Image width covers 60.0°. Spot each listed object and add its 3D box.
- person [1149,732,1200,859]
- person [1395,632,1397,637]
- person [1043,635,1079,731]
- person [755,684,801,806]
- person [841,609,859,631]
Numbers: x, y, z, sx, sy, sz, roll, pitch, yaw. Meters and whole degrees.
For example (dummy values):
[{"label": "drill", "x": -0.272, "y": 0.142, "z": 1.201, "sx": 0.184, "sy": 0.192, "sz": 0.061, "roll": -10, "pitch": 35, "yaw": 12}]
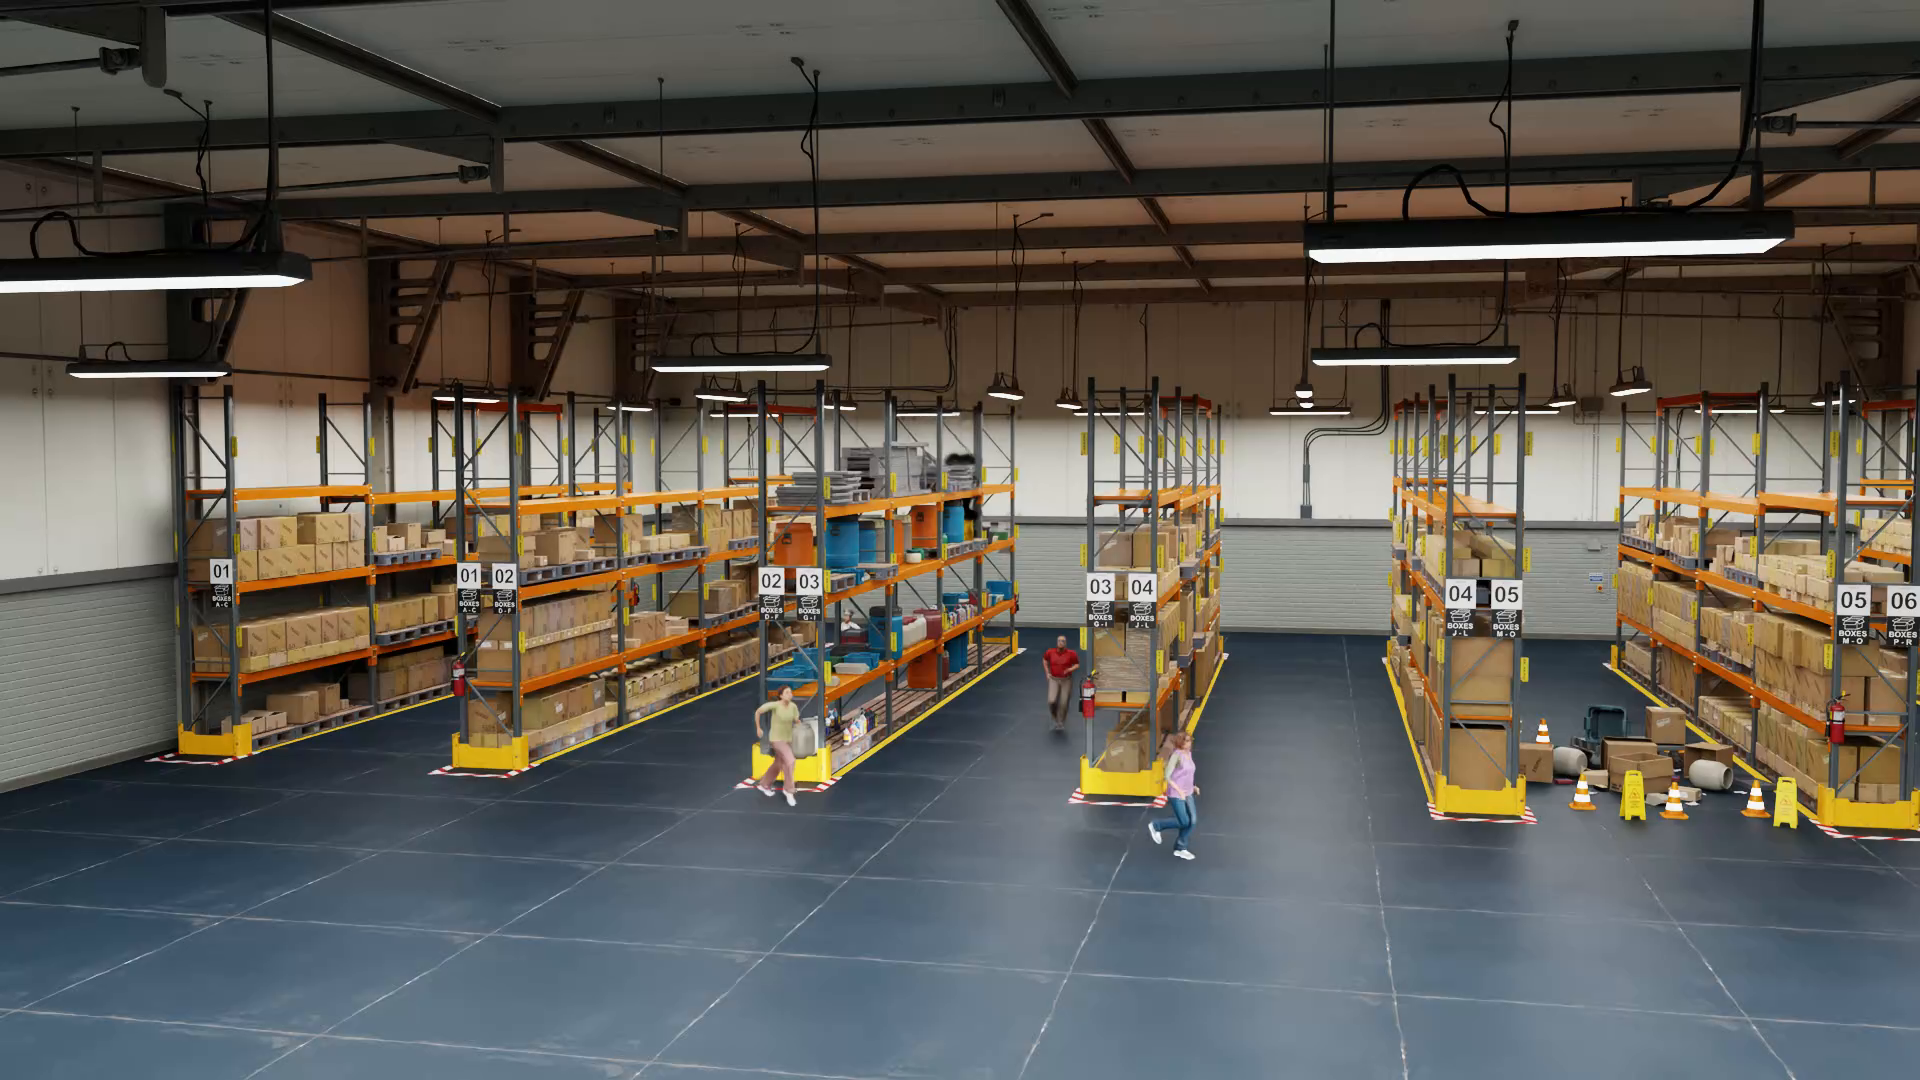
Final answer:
[{"label": "person", "x": 2.620, "y": 3.097, "z": 20.306, "sx": 0.598, "sy": 1.554, "sz": 0.522, "roll": 3, "pitch": 4, "yaw": 38}, {"label": "person", "x": 10.709, "y": 1.949, "z": 39.553, "sx": 0.740, "sy": 1.845, "sz": 0.700, "roll": 0, "pitch": 3, "yaw": 8}, {"label": "person", "x": 1.766, "y": 2.516, "z": 29.195, "sx": 0.655, "sy": 1.692, "sz": 0.698, "roll": 0, "pitch": 3, "yaw": 7}, {"label": "person", "x": -2.555, "y": 2.867, "z": 23.412, "sx": 0.816, "sy": 1.686, "sz": 0.599, "roll": 3, "pitch": 4, "yaw": 43}, {"label": "person", "x": -2.350, "y": 2.247, "z": 34.300, "sx": 0.607, "sy": 1.651, "sz": 0.546, "roll": 1, "pitch": 3, "yaw": 15}]
